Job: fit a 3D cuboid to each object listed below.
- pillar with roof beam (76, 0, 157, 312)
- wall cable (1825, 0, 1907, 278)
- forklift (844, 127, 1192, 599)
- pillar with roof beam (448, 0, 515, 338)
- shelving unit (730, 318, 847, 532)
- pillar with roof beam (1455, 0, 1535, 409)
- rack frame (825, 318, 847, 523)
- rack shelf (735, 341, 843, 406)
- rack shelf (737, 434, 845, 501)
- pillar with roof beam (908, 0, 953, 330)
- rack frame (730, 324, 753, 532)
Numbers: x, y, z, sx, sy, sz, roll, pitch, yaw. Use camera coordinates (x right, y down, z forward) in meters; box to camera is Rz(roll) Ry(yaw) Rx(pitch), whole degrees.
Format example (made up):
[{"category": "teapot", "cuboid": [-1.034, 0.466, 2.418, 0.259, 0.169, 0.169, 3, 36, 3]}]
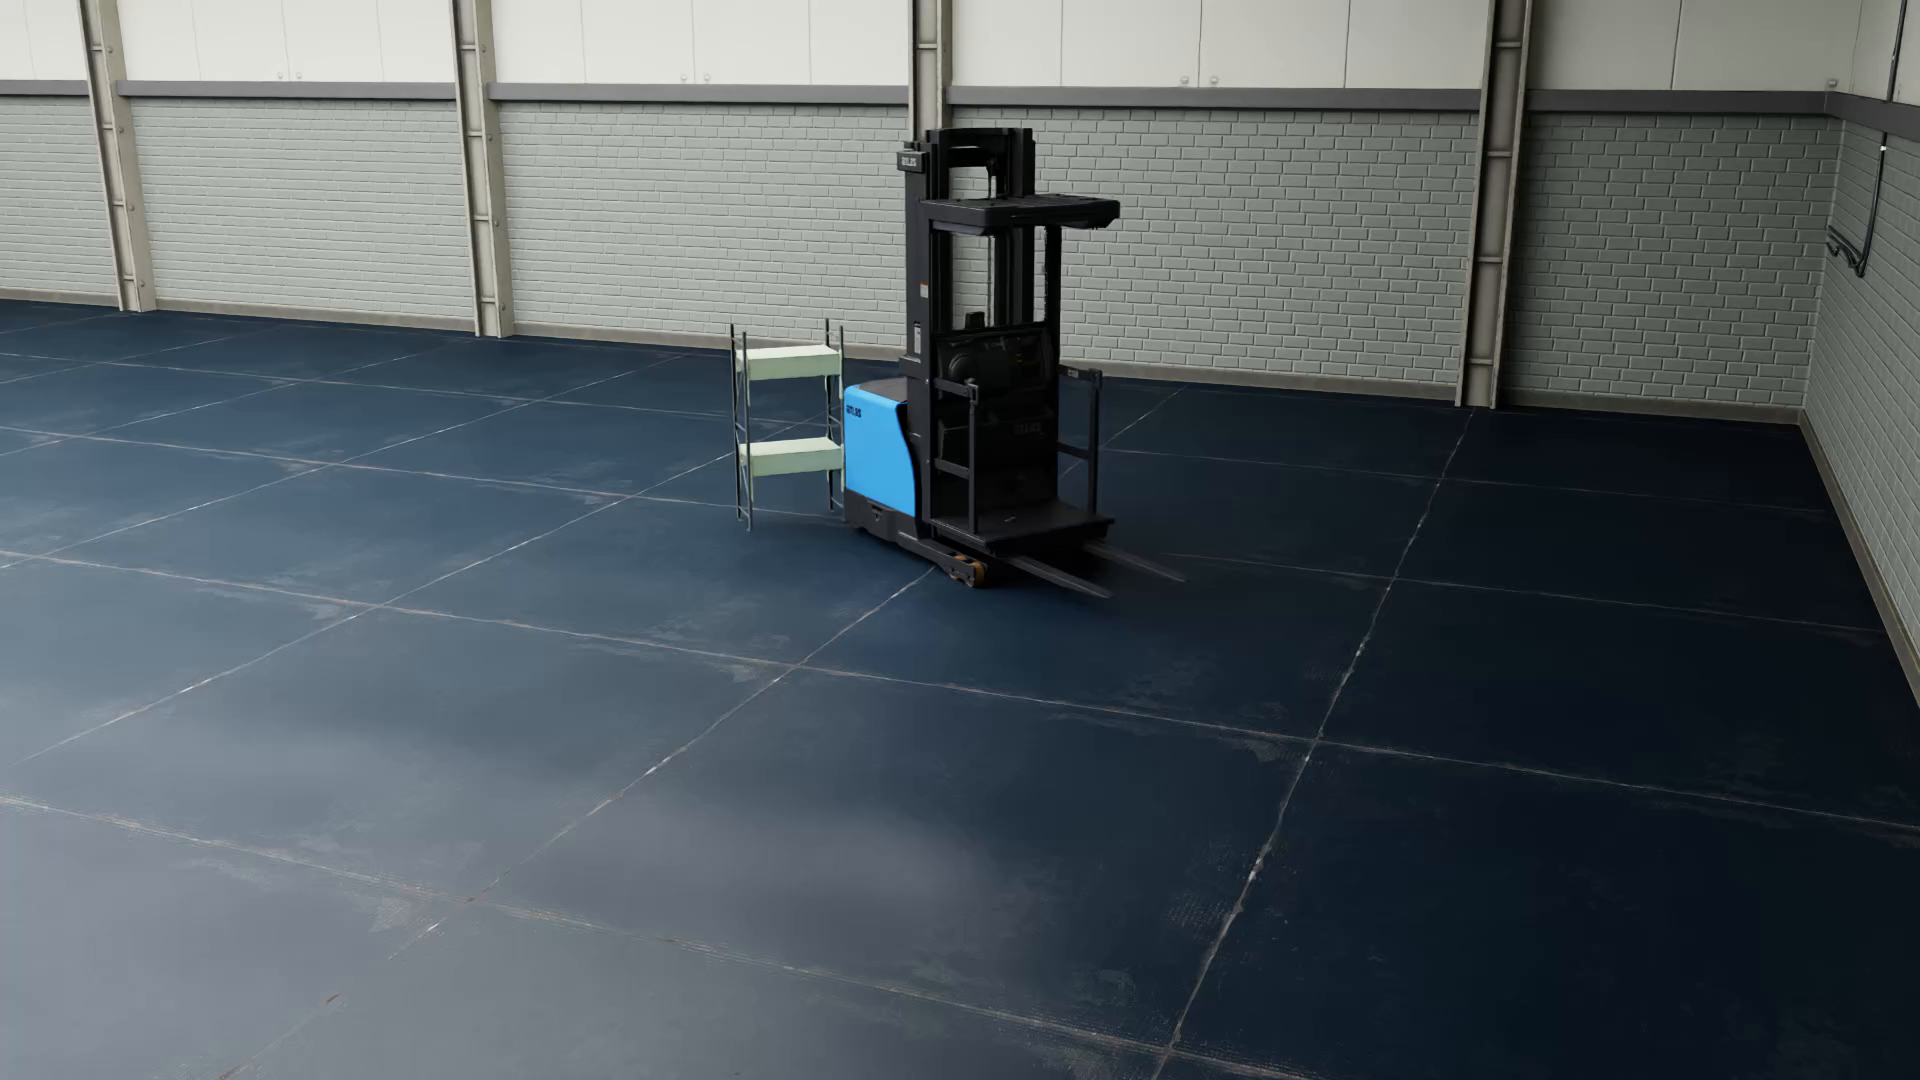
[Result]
[{"category": "pillar with roof beam", "cuboid": [-13.066, -6.425, 18.166, 0.400, 9.000, 9.100, 6, 17, 21]}, {"category": "wall cable", "cuboid": [7.513, -3.565, 13.883, 0.112, 2.526, 3.097, 6, 17, 21]}, {"category": "forklift", "cuboid": [0.358, -1.243, 11.196, 1.130, 2.935, 3.031, -10, 19, -32]}, {"category": "pillar with roof beam", "cuboid": [-7.485, -5.812, 16.052, 0.400, 9.000, 9.100, 6, 17, 21]}, {"category": "shelving unit", "cuboid": [-1.280, -0.866, 12.467, 0.755, 1.500, 0.431, -6, 17, -20]}, {"category": "pillar with roof beam", "cuboid": [3.678, -4.584, 11.823, 0.400, 9.000, 9.100, 6, 17, 21]}, {"category": "rack frame", "cuboid": [-0.939, -0.903, 12.595, 0.023, 1.500, 0.400, -6, 17, -20]}, {"category": "rack shelf", "cuboid": [-1.280, -1.241, 12.358, 0.720, 0.370, 0.431, -6, 17, -20]}, {"category": "rack shelf", "cuboid": [-1.280, -0.553, 12.558, 0.720, 0.370, 0.431, -6, 17, -20]}, {"category": "pillar with roof beam", "cuboid": [-1.903, -5.198, 13.938, 0.400, 9.000, 9.100, 6, 17, 21]}, {"category": "rack frame", "cuboid": [-1.621, -0.829, 12.339, 0.023, 1.500, 0.400, -6, 17, -20]}]
